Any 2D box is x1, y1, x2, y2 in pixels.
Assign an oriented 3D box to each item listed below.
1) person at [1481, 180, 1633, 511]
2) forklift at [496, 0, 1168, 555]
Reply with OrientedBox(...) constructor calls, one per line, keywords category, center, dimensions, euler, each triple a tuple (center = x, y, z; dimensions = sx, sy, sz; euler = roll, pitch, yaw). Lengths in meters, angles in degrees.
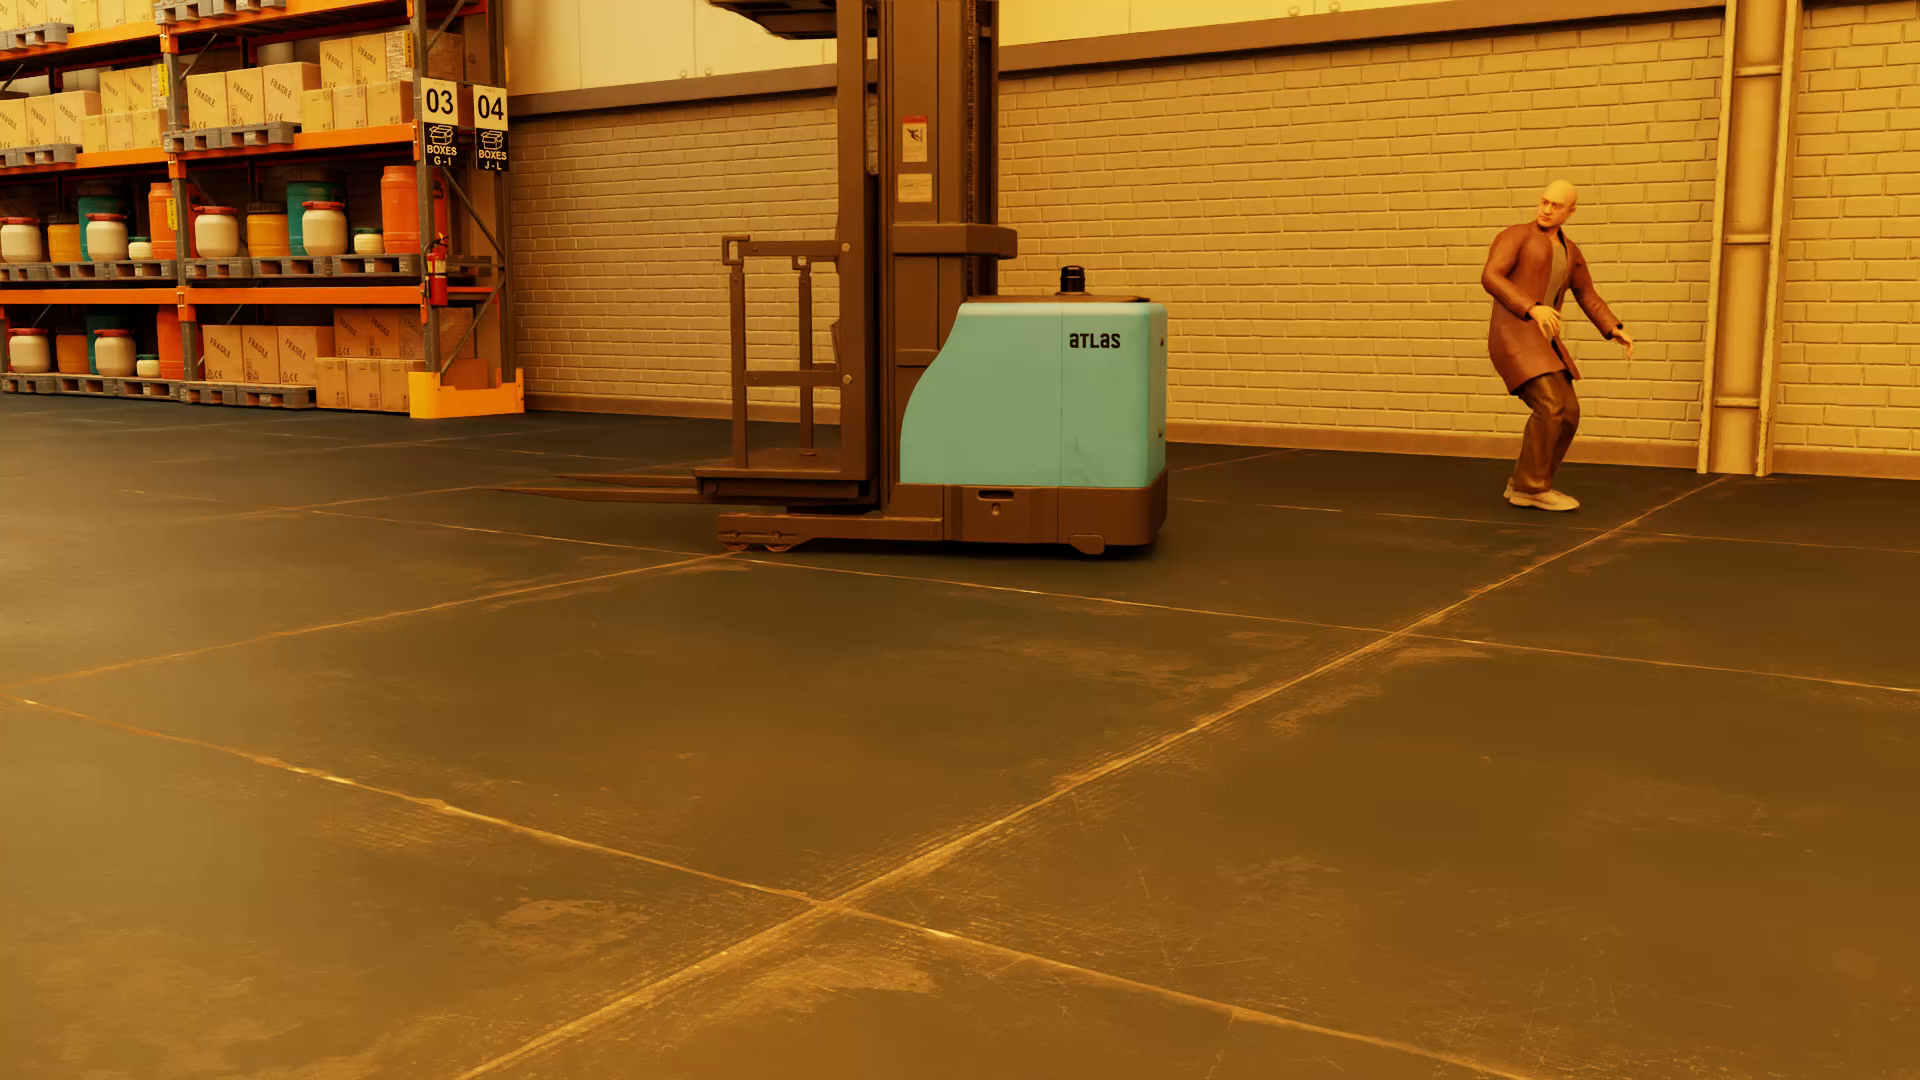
OrientedBox(category="person", center=(3.113, -1.010, 8.736), dimensions=(0.830, 1.729, 0.576), euler=(-6, 10, -38))
OrientedBox(category="forklift", center=(-0.596, -1.469, 7.520), dimensions=(3.031, 2.935, 1.130), euler=(2, 8, 12))
